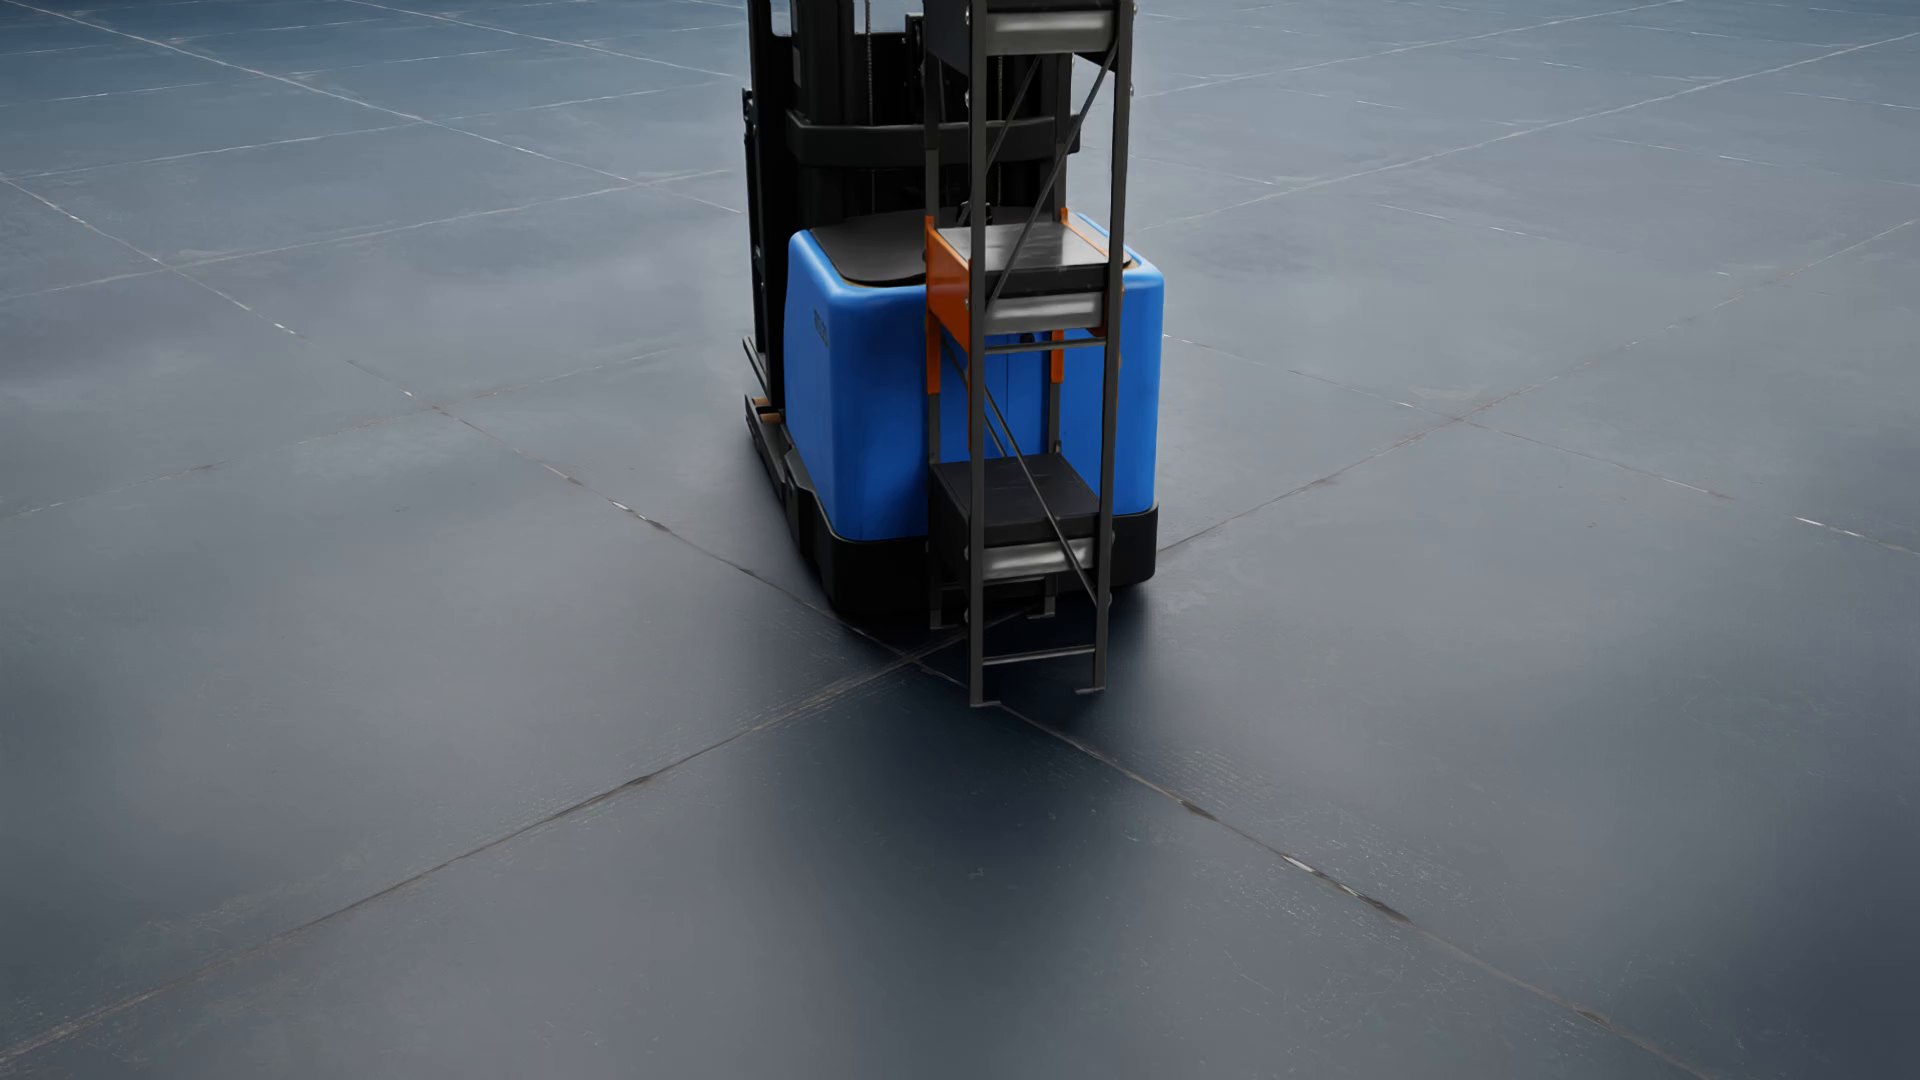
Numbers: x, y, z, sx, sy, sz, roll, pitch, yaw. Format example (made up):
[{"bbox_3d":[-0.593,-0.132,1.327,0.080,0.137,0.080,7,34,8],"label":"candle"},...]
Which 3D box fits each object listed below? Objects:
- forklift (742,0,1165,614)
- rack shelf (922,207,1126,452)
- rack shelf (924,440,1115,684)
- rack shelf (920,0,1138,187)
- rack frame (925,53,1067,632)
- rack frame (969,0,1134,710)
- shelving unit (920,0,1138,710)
[{"bbox_3d":[-0.233,-1.693,5.930,1.130,2.935,3.031,-6,25,-13],"label":"forklift"},{"bbox_3d":[0.162,-0.584,4.534,0.431,0.518,0.480,-6,25,-13],"label":"rack shelf"},{"bbox_3d":[0.162,0.052,4.825,0.431,0.518,0.480,-6,25,-13],"label":"rack shelf"},{"bbox_3d":[0.162,-1.221,4.244,0.431,0.518,0.480,-6,25,-13],"label":"rack shelf"},{"bbox_3d":[0.101,-0.695,4.744,0.400,2.100,0.015,-6,25,-13],"label":"rack frame"},{"bbox_3d":[0.222,-0.499,4.313,0.400,2.100,0.015,-6,25,-13],"label":"rack frame"},{"bbox_3d":[0.162,-0.597,4.529,0.431,2.100,0.503,-6,25,-13],"label":"shelving unit"}]
